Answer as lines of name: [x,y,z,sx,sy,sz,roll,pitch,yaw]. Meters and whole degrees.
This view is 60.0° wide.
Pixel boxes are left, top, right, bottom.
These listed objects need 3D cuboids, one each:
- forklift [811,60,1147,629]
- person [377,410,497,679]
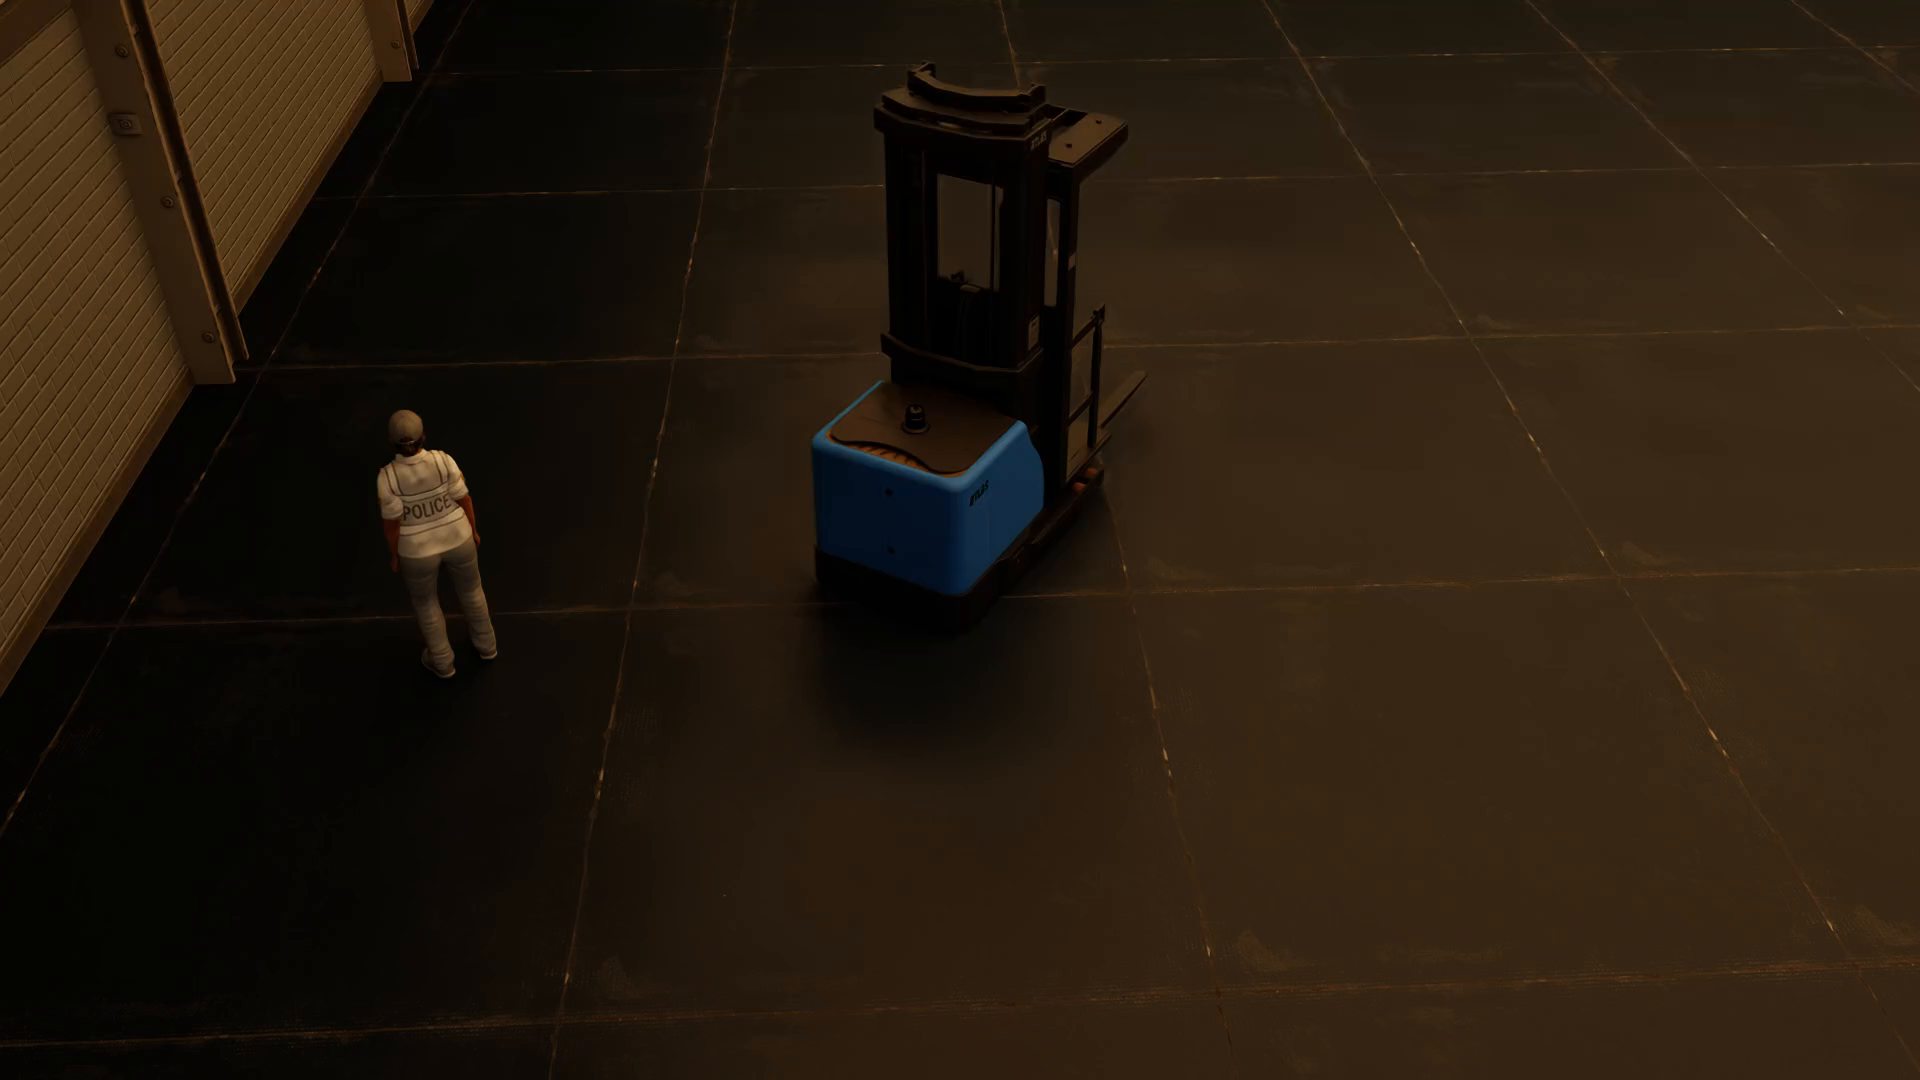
forklift: [0.289,-1.512,10.087,1.130,2.935,3.031,18,40,23]
person: [-2.873,0.016,9.069,0.499,1.668,0.389,-20,41,-25]
